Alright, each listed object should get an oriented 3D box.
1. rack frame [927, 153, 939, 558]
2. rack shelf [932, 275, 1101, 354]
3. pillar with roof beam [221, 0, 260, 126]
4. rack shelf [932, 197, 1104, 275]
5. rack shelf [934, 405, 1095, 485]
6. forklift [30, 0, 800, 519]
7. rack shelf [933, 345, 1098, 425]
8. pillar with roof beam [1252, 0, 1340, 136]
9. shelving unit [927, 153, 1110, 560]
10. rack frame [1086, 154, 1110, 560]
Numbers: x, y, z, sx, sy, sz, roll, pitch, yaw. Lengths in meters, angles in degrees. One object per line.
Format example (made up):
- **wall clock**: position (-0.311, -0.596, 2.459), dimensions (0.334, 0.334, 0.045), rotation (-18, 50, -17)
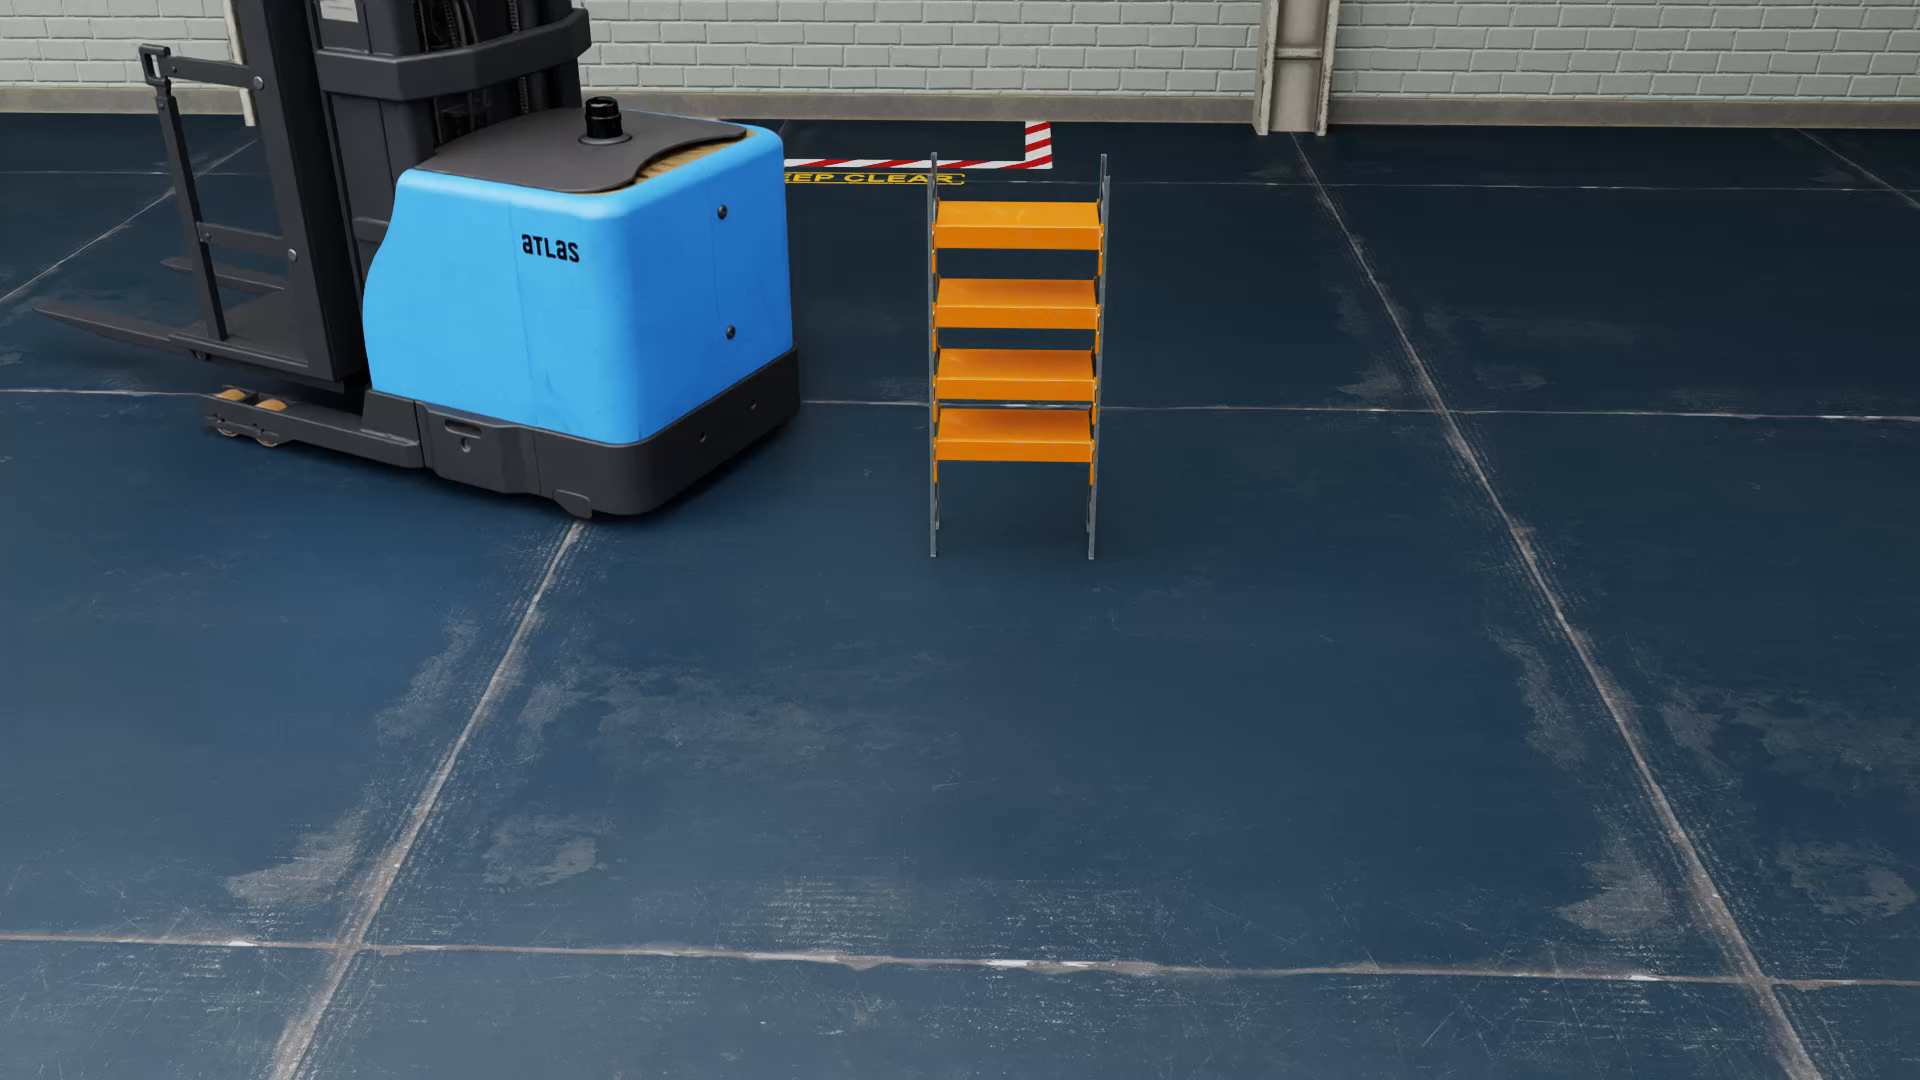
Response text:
- **rack frame**: position (-0.078, -0.531, 4.971), dimensions (0.015, 1.200, 0.240), rotation (1, 28, 2)
- **rack shelf**: position (0.165, -0.666, 4.891), dimensions (0.480, 0.148, 0.258), rotation (1, 28, 2)
- **pillar with roof beam**: position (-4.204, -4.495, 4.122), dimensions (0.400, 9.000, 9.100), rotation (1, 28, 2)
- **rack shelf**: position (0.165, -0.875, 4.780), dimensions (0.480, 0.148, 0.258), rotation (1, 28, 2)
- **rack shelf**: position (0.165, -0.293, 5.088), dimensions (0.480, 0.148, 0.258), rotation (1, 28, 2)
- **forklift**: position (-2.128, -1.829, 5.571), dimensions (3.031, 2.935, 1.130), rotation (13, 31, 23)
- **rack shelf**: position (0.165, -0.468, 4.995), dimensions (0.480, 0.148, 0.258), rotation (1, 28, 2)
- **pillar with roof beam**: position (1.793, -4.396, 3.935), dimensions (0.400, 9.000, 9.100), rotation (1, 28, 2)
- **shelving unit**: position (0.165, -0.527, 4.964), dimensions (0.503, 1.200, 0.258), rotation (1, 28, 2)
- **rack frame**: position (0.409, -0.523, 4.956), dimensions (0.015, 1.200, 0.240), rotation (1, 28, 2)
